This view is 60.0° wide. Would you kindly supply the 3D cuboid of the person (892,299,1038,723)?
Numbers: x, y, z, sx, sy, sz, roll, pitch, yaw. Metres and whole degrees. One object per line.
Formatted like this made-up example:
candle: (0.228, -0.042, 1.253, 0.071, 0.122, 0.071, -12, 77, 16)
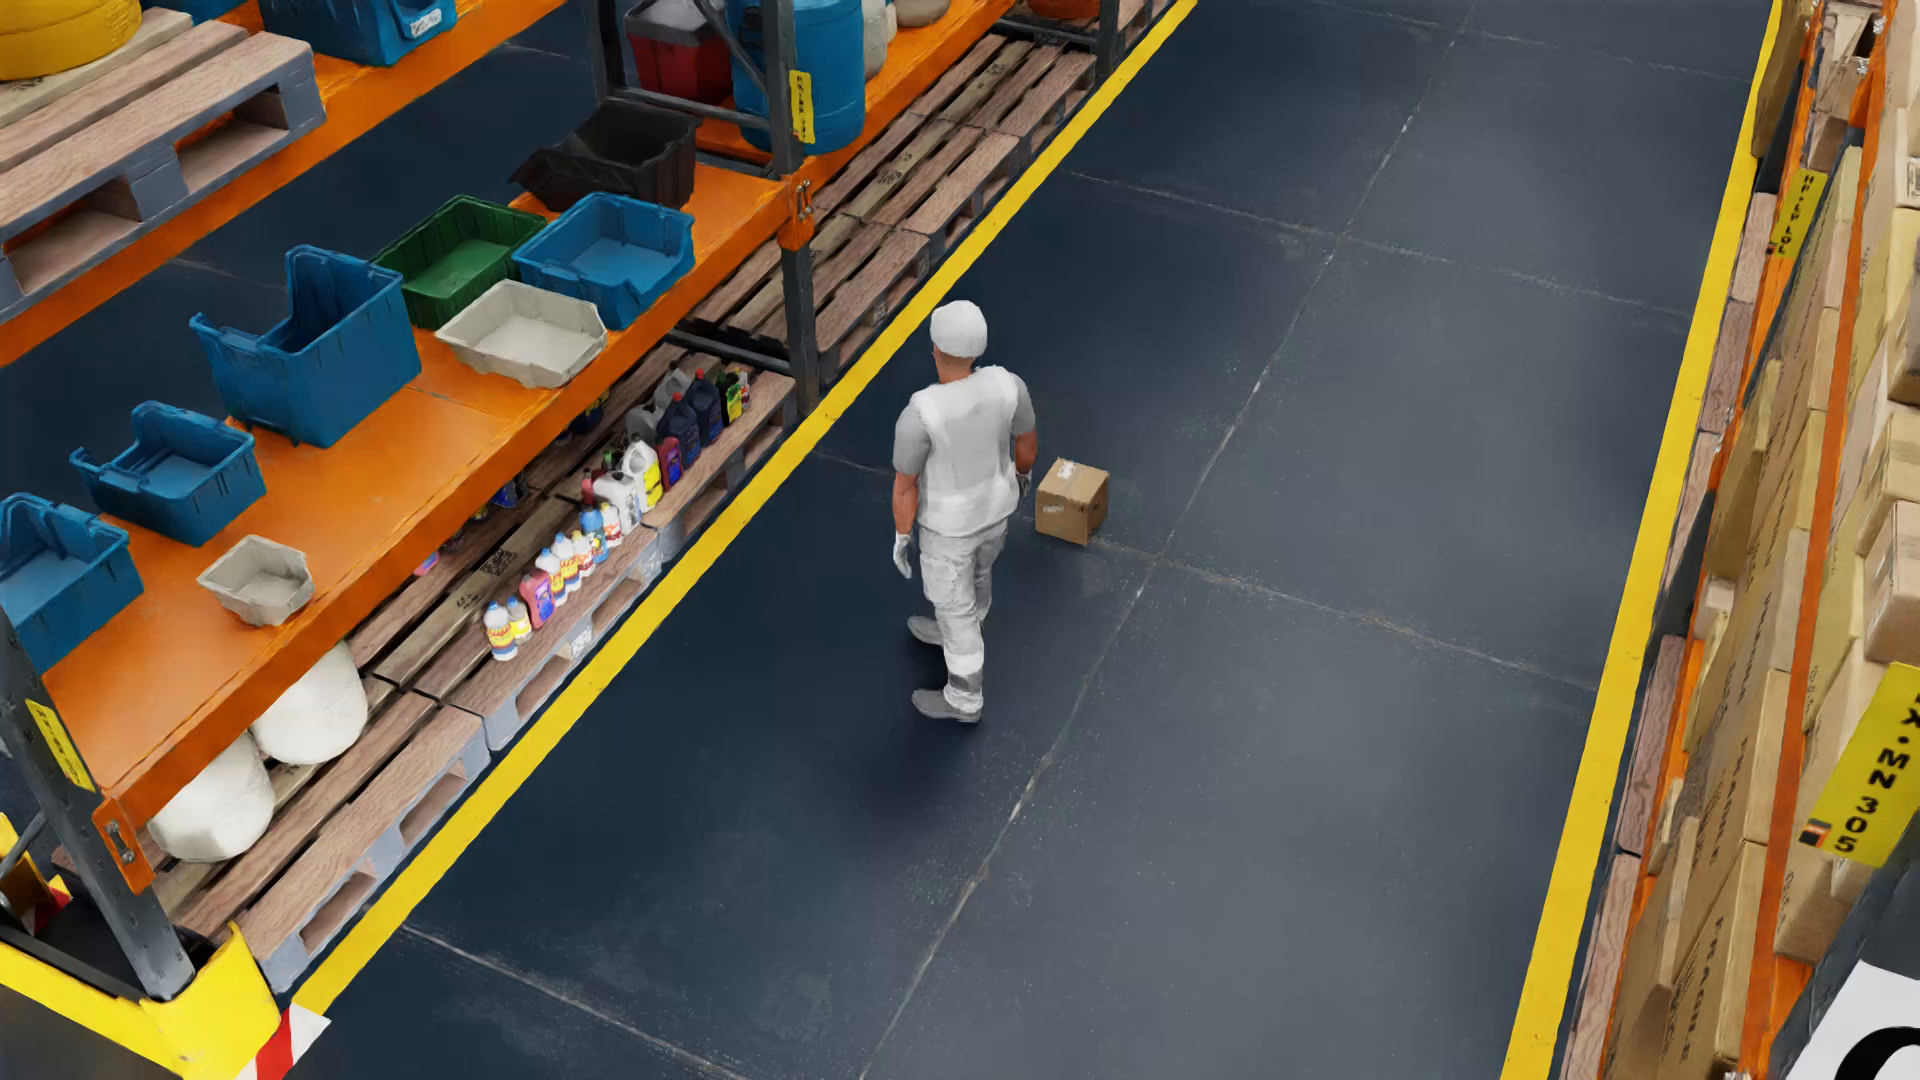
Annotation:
person: (-0.009, -0.138, 6.289, 0.667, 1.788, 0.598, -26, 48, -26)
